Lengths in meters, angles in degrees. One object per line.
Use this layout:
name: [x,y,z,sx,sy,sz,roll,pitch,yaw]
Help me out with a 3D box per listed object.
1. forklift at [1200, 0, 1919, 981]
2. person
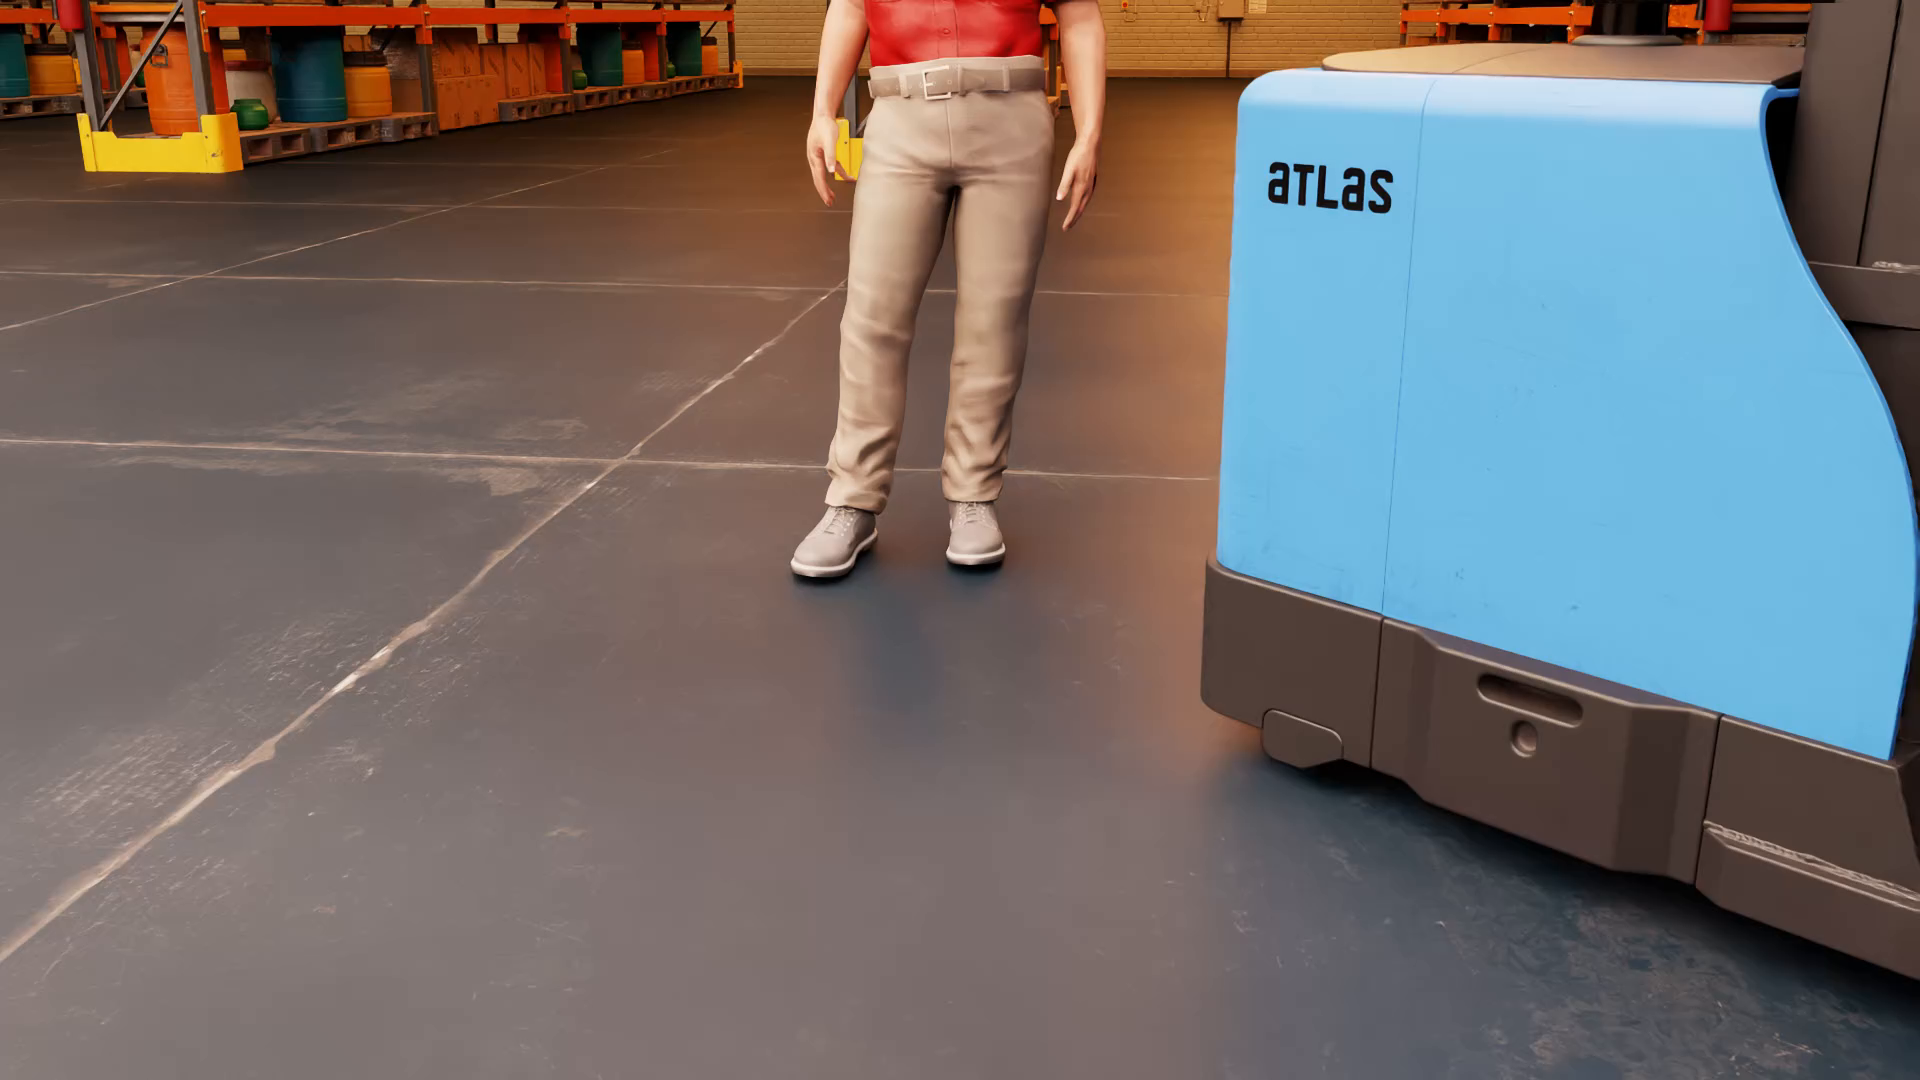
forklift: [1.777,-0.846,1.636,1.130,2.935,3.031,-16,24,-41]
person: [-0.023,-0.805,3.481,0.640,1.727,0.551,2,18,7]
